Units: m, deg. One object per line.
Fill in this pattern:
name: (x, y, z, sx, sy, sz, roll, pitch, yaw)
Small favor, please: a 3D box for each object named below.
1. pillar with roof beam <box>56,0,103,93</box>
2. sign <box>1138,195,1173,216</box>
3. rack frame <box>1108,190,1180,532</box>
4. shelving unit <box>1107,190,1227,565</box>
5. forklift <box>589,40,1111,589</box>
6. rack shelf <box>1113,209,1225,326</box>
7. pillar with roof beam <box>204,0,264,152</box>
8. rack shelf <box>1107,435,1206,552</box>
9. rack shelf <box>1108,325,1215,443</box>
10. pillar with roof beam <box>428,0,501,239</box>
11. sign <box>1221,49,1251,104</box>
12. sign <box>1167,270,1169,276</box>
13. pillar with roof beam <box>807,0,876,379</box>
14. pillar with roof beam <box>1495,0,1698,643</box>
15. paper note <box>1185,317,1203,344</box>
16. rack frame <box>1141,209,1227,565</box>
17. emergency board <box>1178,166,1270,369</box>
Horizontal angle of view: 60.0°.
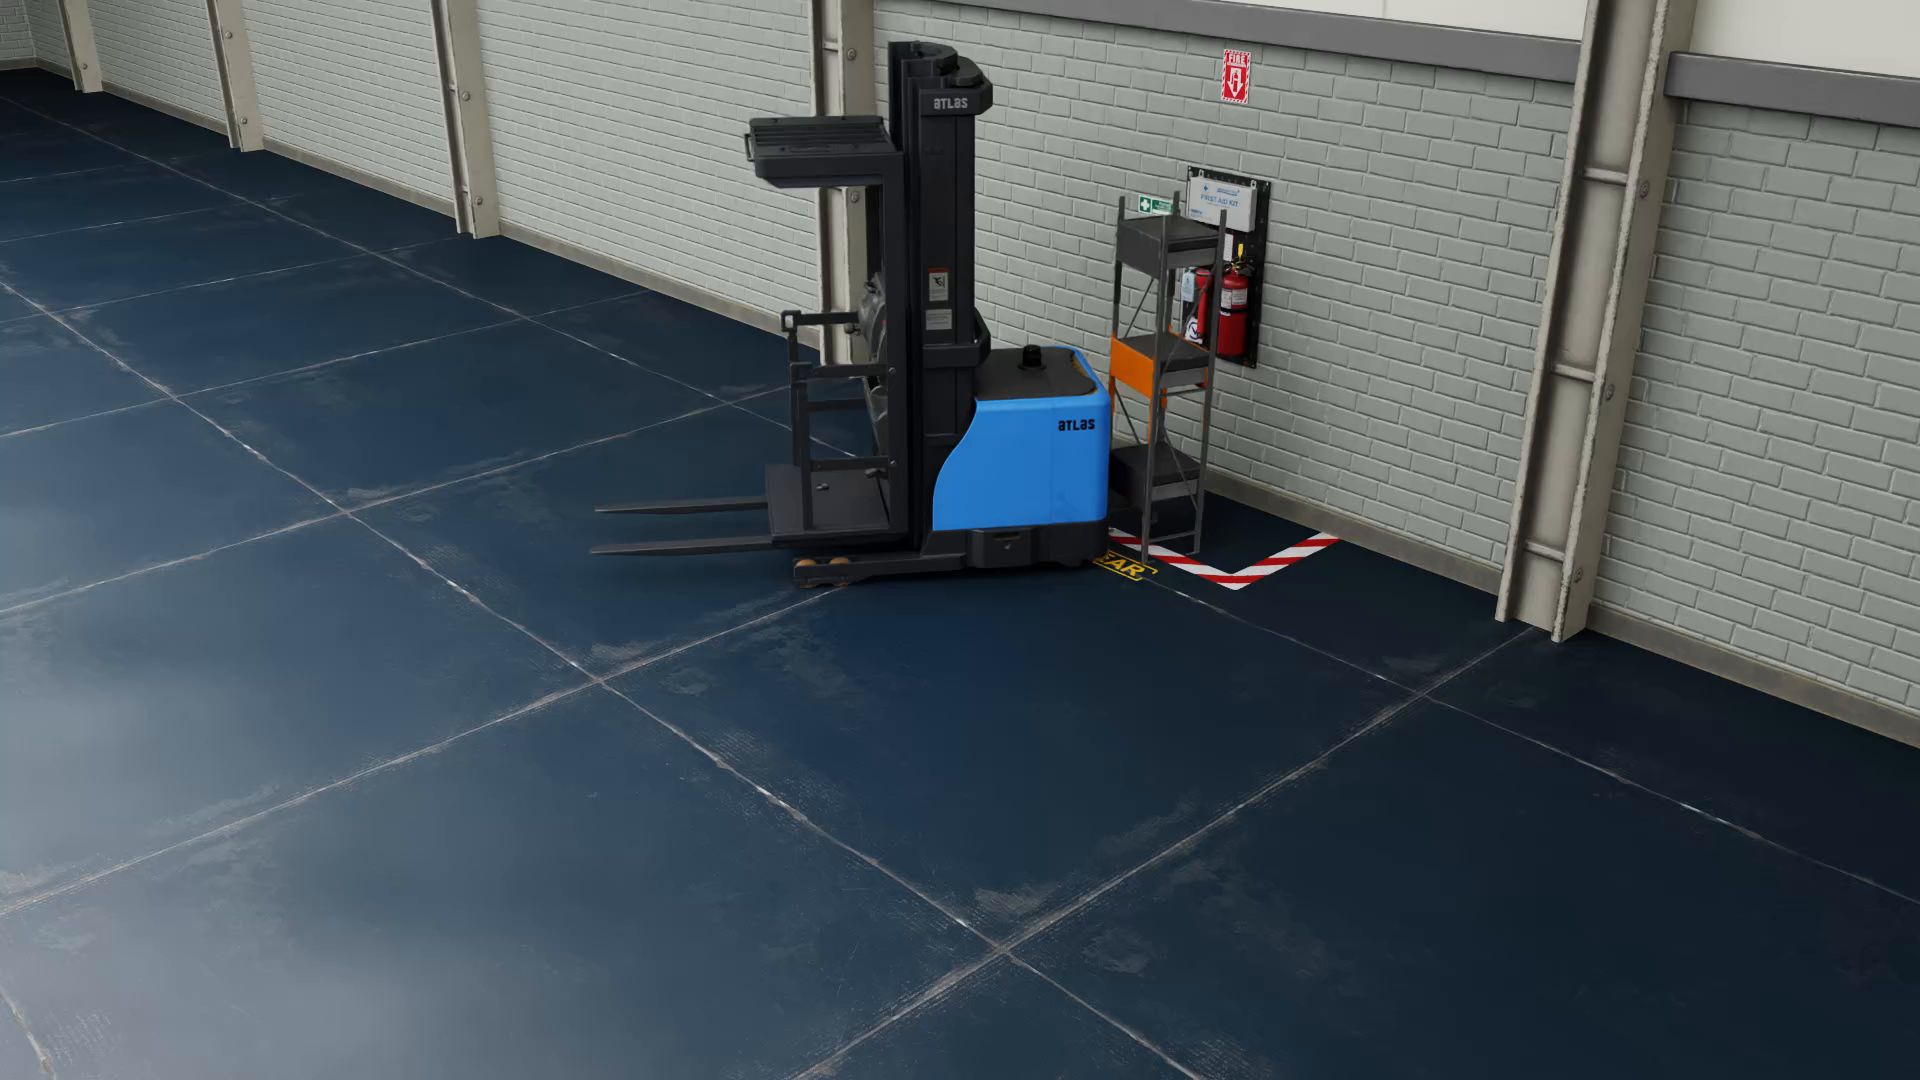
pillar with roof beam: (-16.314, -9.688, 20.644, 9.100, 9.000, 0.400, -21, 32, -38)
sign: (1.265, -2.118, 10.598, 0.001, 0.109, 0.331, -21, 32, -38)
rack frame: (1.073, -1.030, 9.961, 0.400, 2.100, 0.015, -10, 27, -23)
shelving unit: (1.176, -0.936, 9.761, 0.431, 2.100, 0.503, -10, 27, -23)
forklift: (-0.679, -1.286, 9.537, 3.031, 2.935, 1.130, -4, 25, -8)
rack shelf: (1.185, -1.559, 9.474, 0.431, 0.518, 0.480, -10, 27, -23)
pillar with roof beam: (-12.213, -7.870, 16.659, 9.100, 9.000, 0.400, -21, 32, -38)
rack shelf: (1.167, -0.288, 10.060, 0.431, 0.518, 0.480, -10, 27, -23)
rack shelf: (1.176, -0.924, 9.767, 0.431, 0.518, 0.480, -10, 27, -23)
pillar with roof beam: (-8.113, -6.052, 12.675, 9.100, 9.000, 0.400, -21, 32, -38)
sign: (1.638, -2.753, 9.879, 0.001, 0.298, 0.199, -21, 32, -38)
sign: (1.268, -1.881, 10.716, 0.001, 0.329, 0.234, -21, 32, -38)
pillar with roof beam: (-4.012, -4.234, 8.690, 9.100, 9.000, 0.400, -21, 32, -38)
pillar with roof beam: (0.089, -2.417, 4.705, 9.100, 9.000, 0.400, -21, 32, -38)
paper note: (1.500, -1.340, 10.636, 0.016, 0.148, 0.142, -21, 32, -38)
rack frame: (1.279, -0.842, 9.561, 0.400, 2.100, 0.015, -10, 27, -23)
emergency board: (1.571, -1.668, 10.292, 0.194, 1.169, 0.643, -21, 32, -38)
